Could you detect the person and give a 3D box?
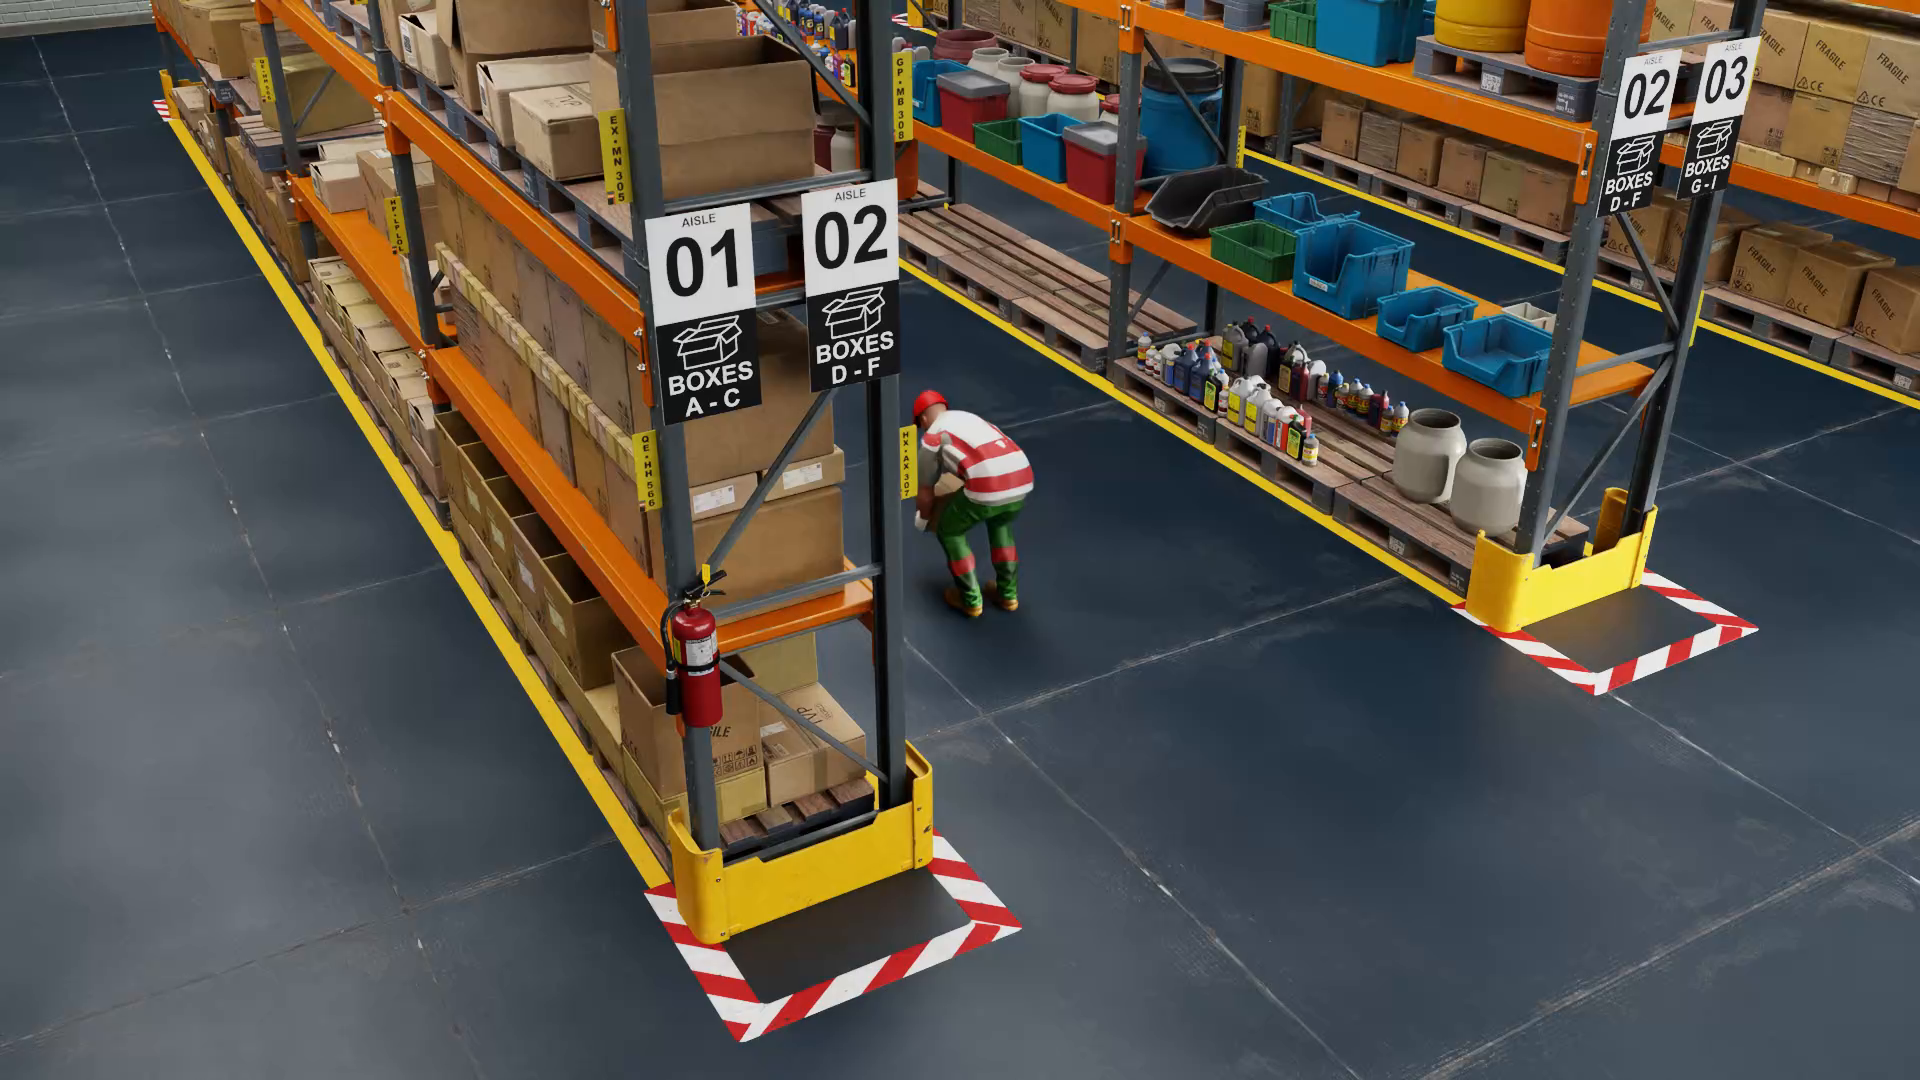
[{"bbox_3d":[0.038,-0.204,9.568,0.509,1.157,0.947,-17,33,-29],"label":"person"}]
